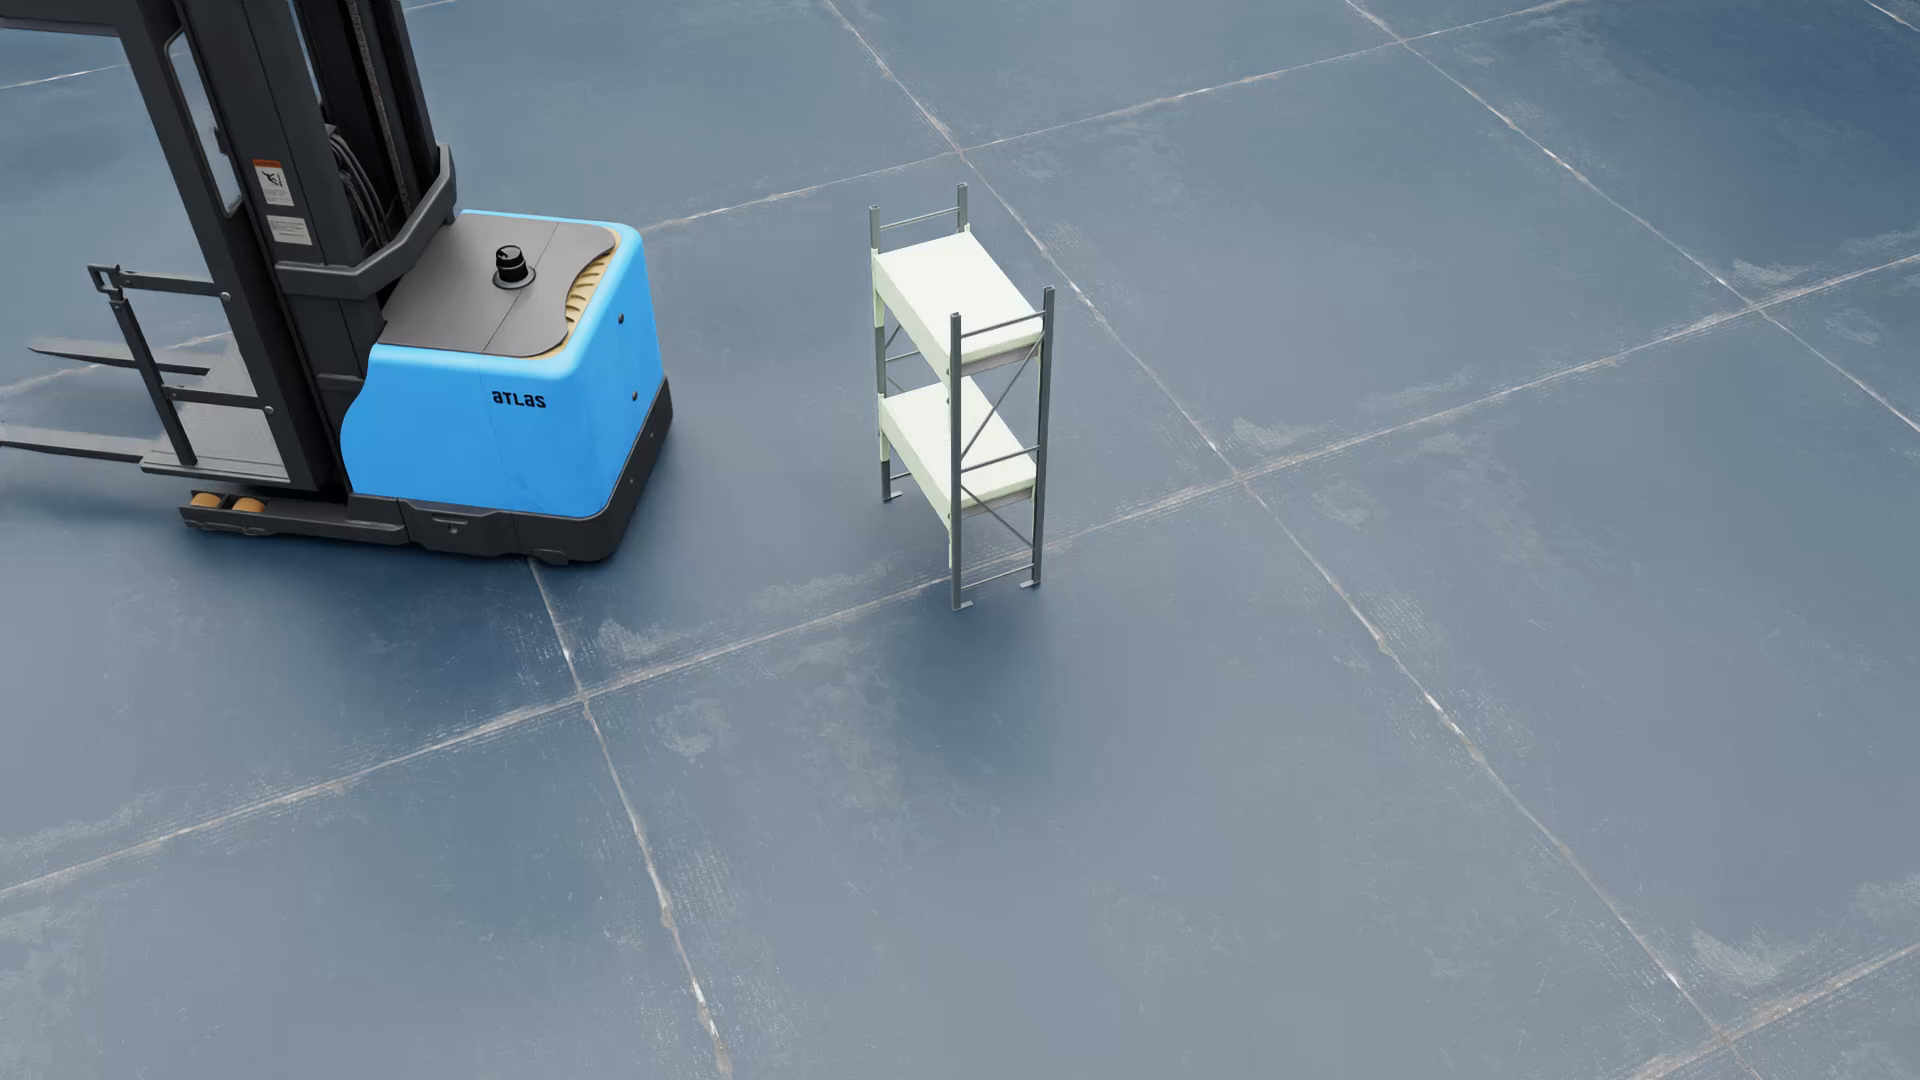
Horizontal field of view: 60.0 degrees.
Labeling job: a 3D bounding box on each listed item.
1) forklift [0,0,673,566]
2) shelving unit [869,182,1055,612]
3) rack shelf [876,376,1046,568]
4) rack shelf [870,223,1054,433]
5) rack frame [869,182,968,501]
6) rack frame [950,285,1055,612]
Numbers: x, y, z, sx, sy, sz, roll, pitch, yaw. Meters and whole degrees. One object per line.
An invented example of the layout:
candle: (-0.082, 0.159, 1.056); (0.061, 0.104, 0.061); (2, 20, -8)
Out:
forklift: (-2.872, -1.421, 6.472); (3.031, 2.935, 1.130); (6, 45, 6)
shelving unit: (-0.003, -0.538, 6.596); (0.431, 1.500, 0.755); (-18, 47, -17)
rack shelf: (-0.003, -0.306, 6.825); (0.431, 0.370, 0.720); (-18, 47, -17)
rack shelf: (-0.003, -0.816, 6.322); (0.431, 0.370, 0.720); (-18, 47, -17)
rack frame: (-0.157, -0.771, 6.833); (0.400, 1.500, 0.023); (-18, 47, -17)
rack frame: (0.151, -0.305, 6.360); (0.400, 1.500, 0.023); (-18, 47, -17)
